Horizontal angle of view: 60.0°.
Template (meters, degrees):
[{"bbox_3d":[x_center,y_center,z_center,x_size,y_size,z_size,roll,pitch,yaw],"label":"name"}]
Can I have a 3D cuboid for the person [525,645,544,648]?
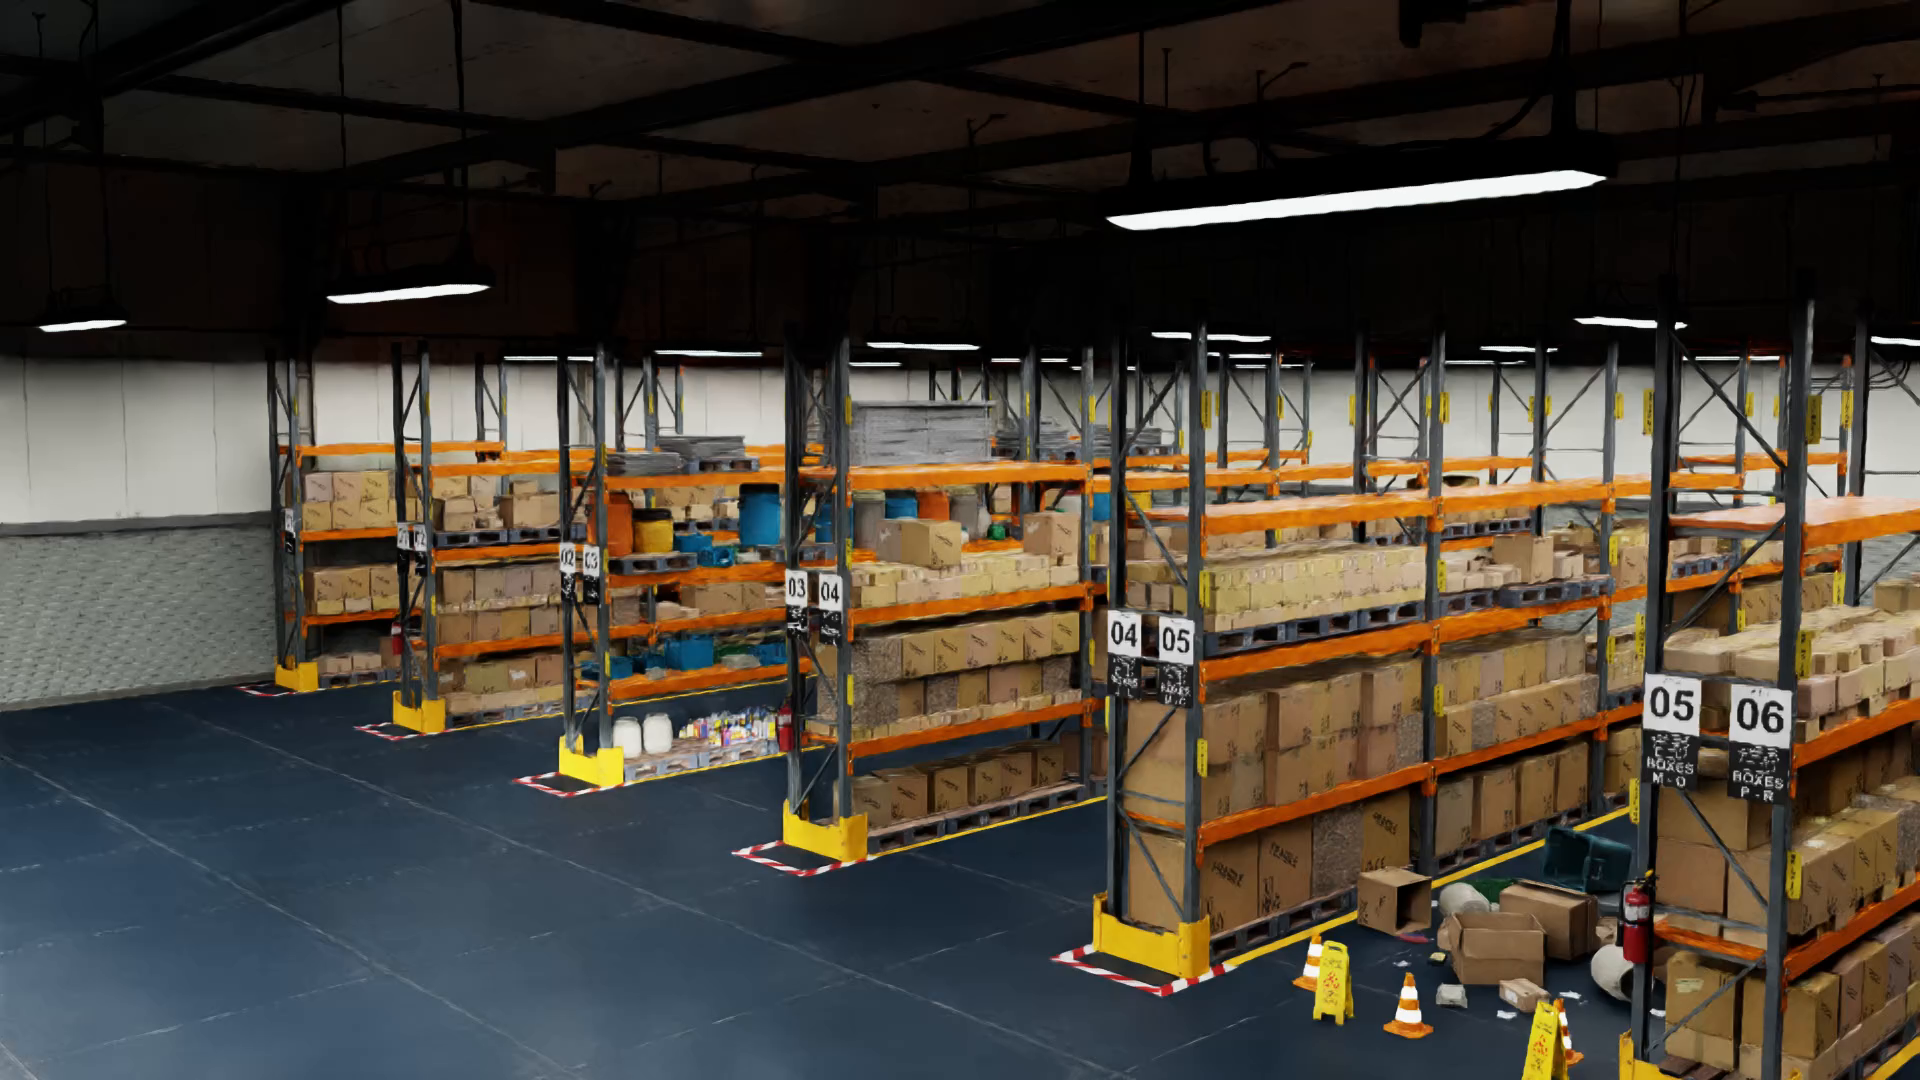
[{"bbox_3d":[-7.438,1.770,29.300,1.041,1.708,0.570,-3,6,-35],"label":"person"}]
